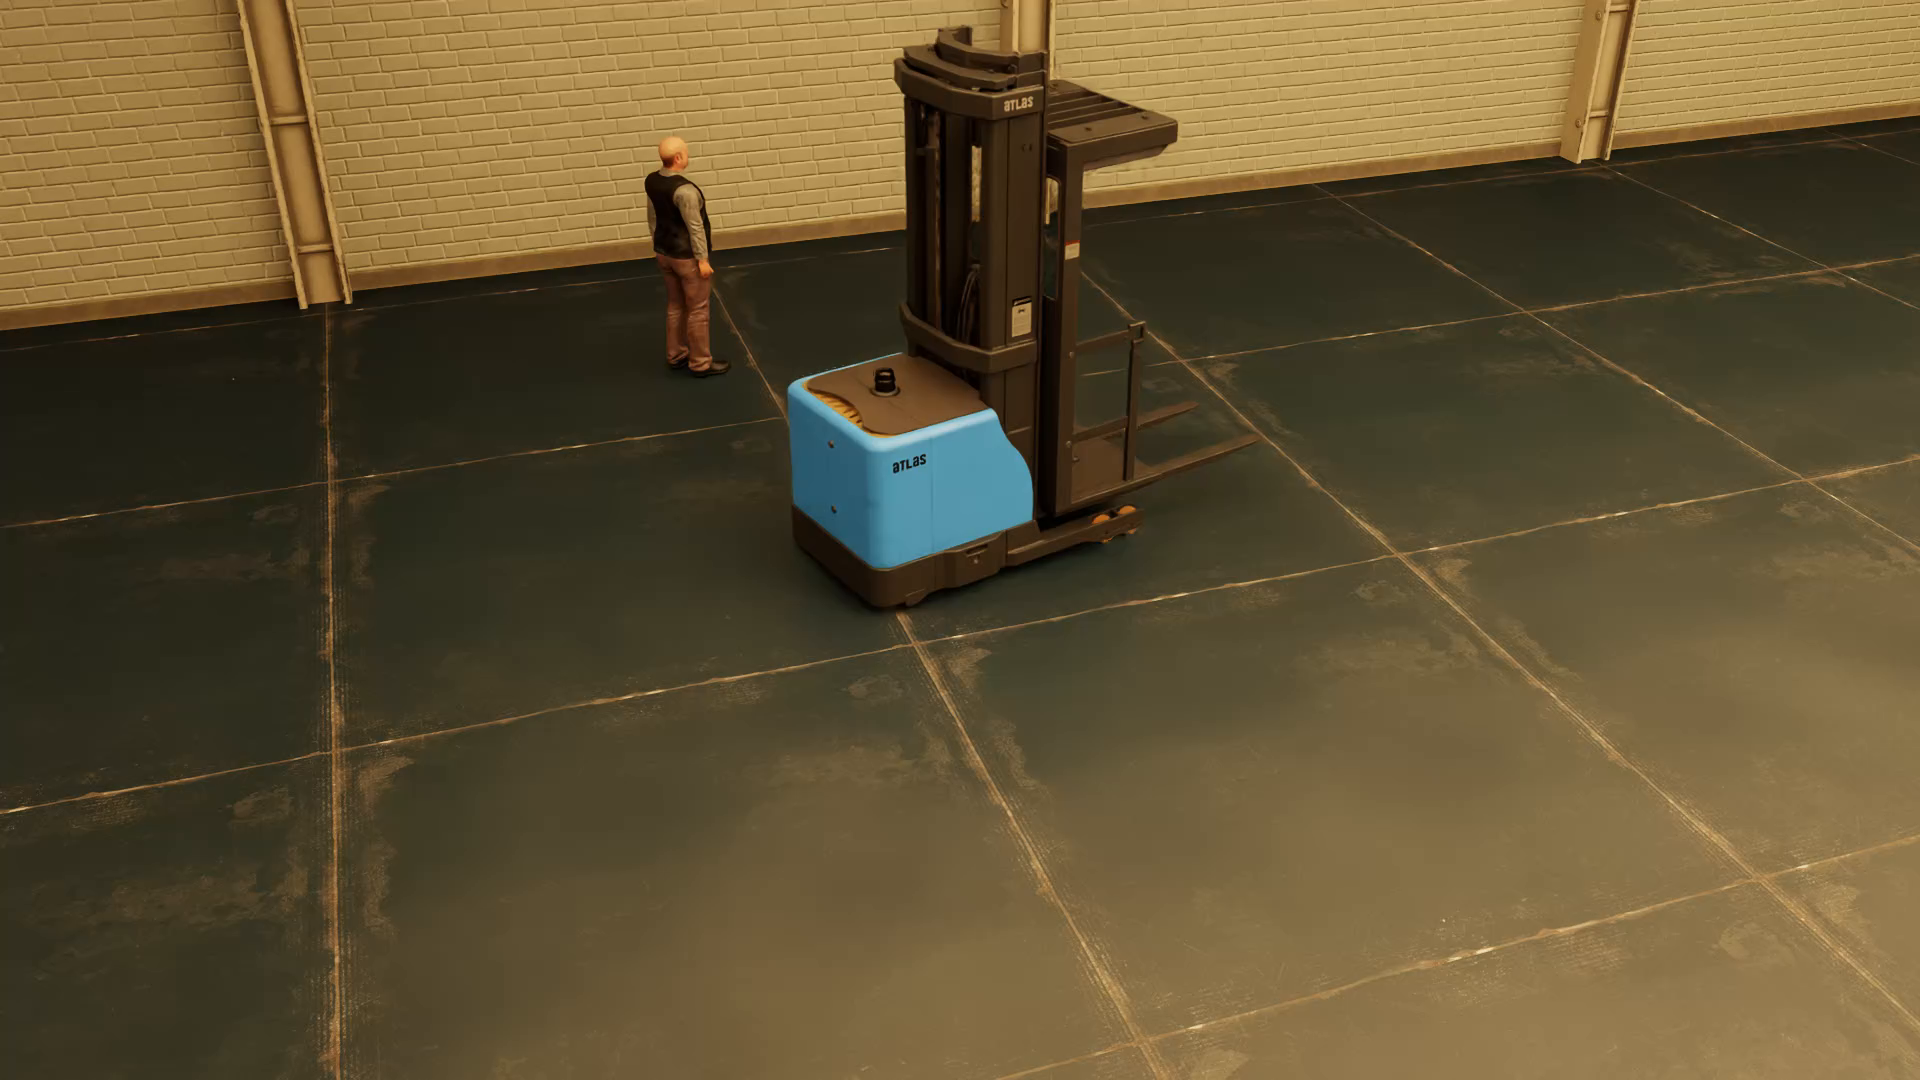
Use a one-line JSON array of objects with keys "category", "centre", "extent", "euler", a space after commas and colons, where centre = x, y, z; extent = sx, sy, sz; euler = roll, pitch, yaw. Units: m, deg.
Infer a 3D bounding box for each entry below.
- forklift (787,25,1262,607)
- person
[{"category": "forklift", "centre": [0.508, -1.453, 9.613], "extent": [3.031, 2.935, 1.130], "euler": [-19, 35, -29]}, {"category": "person", "centre": [-1.953, -2.013, 11.798], "extent": [0.535, 1.725, 0.362], "euler": [25, 38, 36]}]
